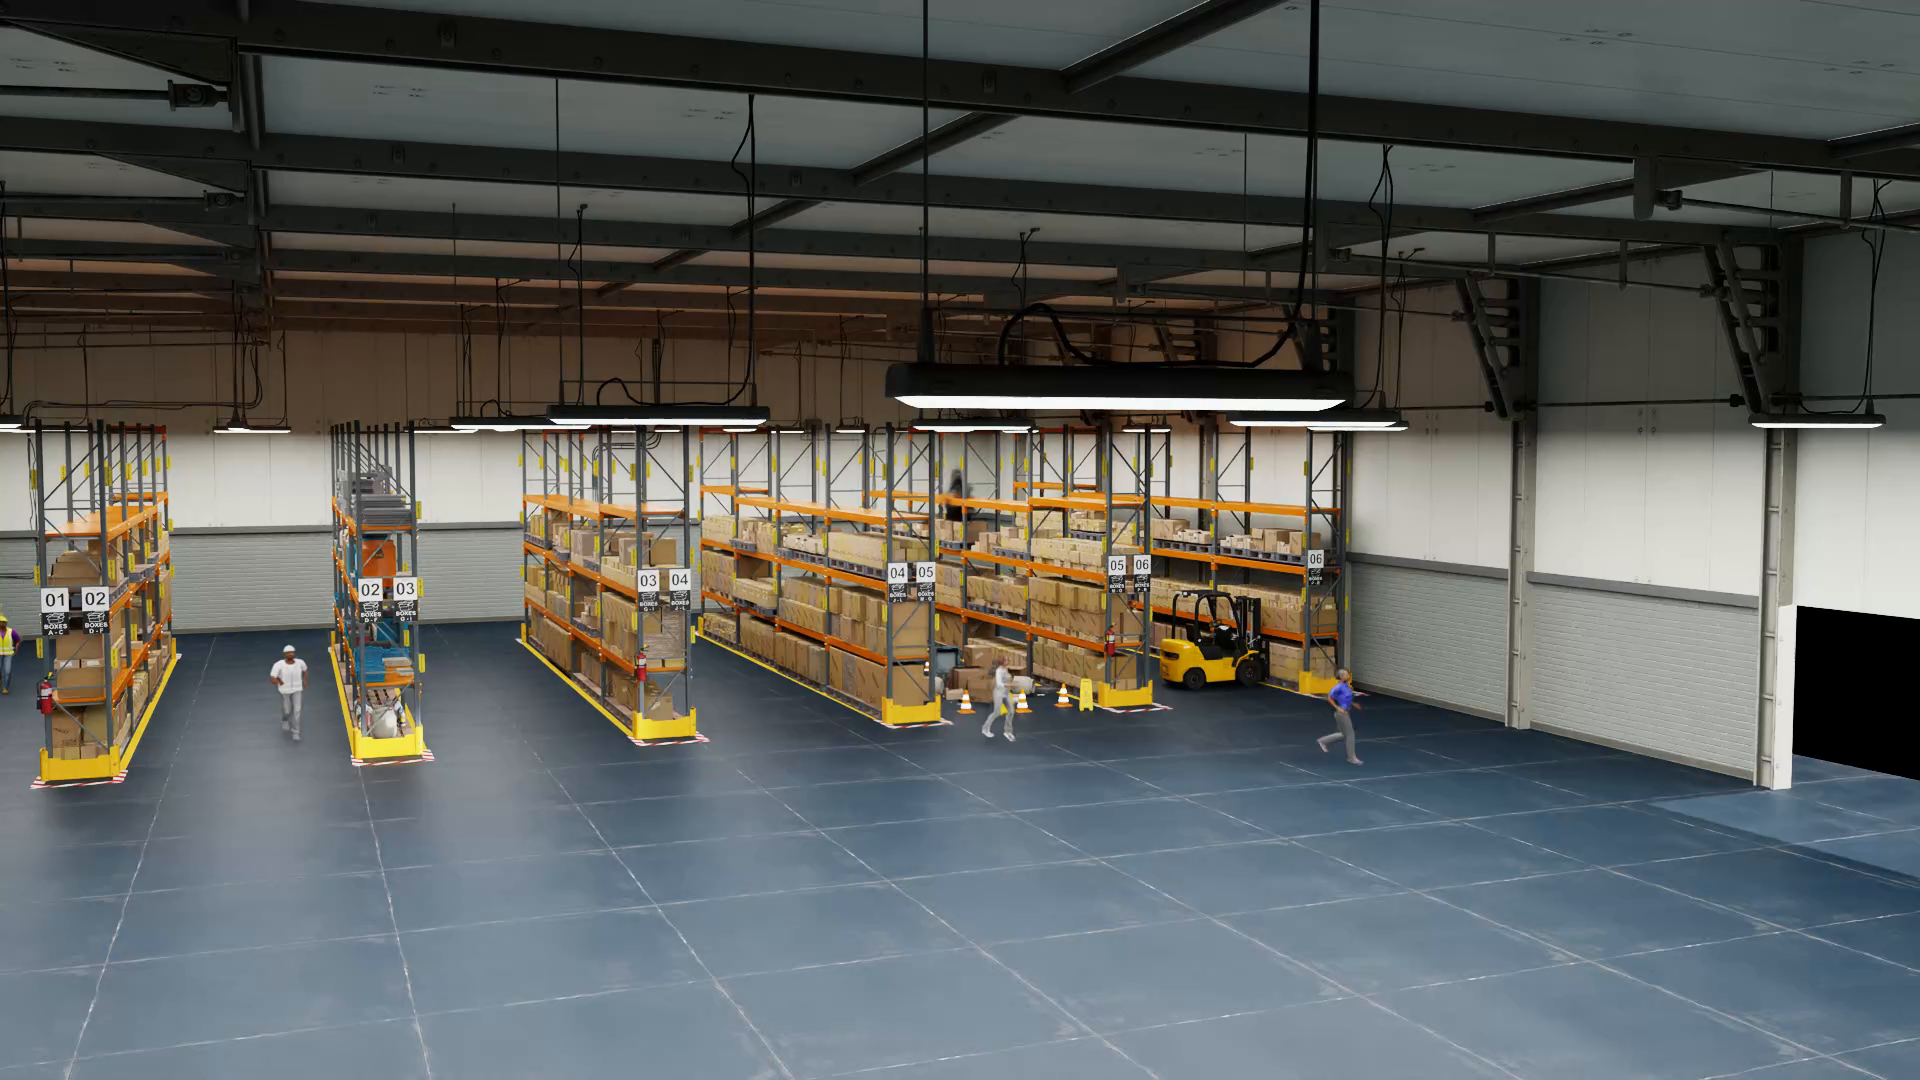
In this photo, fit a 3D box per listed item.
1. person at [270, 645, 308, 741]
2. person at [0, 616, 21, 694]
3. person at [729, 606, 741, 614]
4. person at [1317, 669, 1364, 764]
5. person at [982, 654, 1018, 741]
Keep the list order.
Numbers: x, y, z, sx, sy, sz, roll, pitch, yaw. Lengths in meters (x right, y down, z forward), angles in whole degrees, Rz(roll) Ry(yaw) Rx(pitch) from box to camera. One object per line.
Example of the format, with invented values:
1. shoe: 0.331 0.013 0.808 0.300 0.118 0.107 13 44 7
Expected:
1. person: -12.664 2.869 31.451 0.702 1.762 0.952 -2 4 -31
2. person: -21.248 2.556 36.933 0.698 1.716 0.606 -2 4 -31
3. person: -6.623 1.782 49.490 0.552 1.710 0.738 1 4 20
4. person: 6.676 3.091 29.196 0.842 1.657 0.579 2 4 28
5. person: 0.769 2.971 31.276 0.731 1.654 0.550 2 4 25
